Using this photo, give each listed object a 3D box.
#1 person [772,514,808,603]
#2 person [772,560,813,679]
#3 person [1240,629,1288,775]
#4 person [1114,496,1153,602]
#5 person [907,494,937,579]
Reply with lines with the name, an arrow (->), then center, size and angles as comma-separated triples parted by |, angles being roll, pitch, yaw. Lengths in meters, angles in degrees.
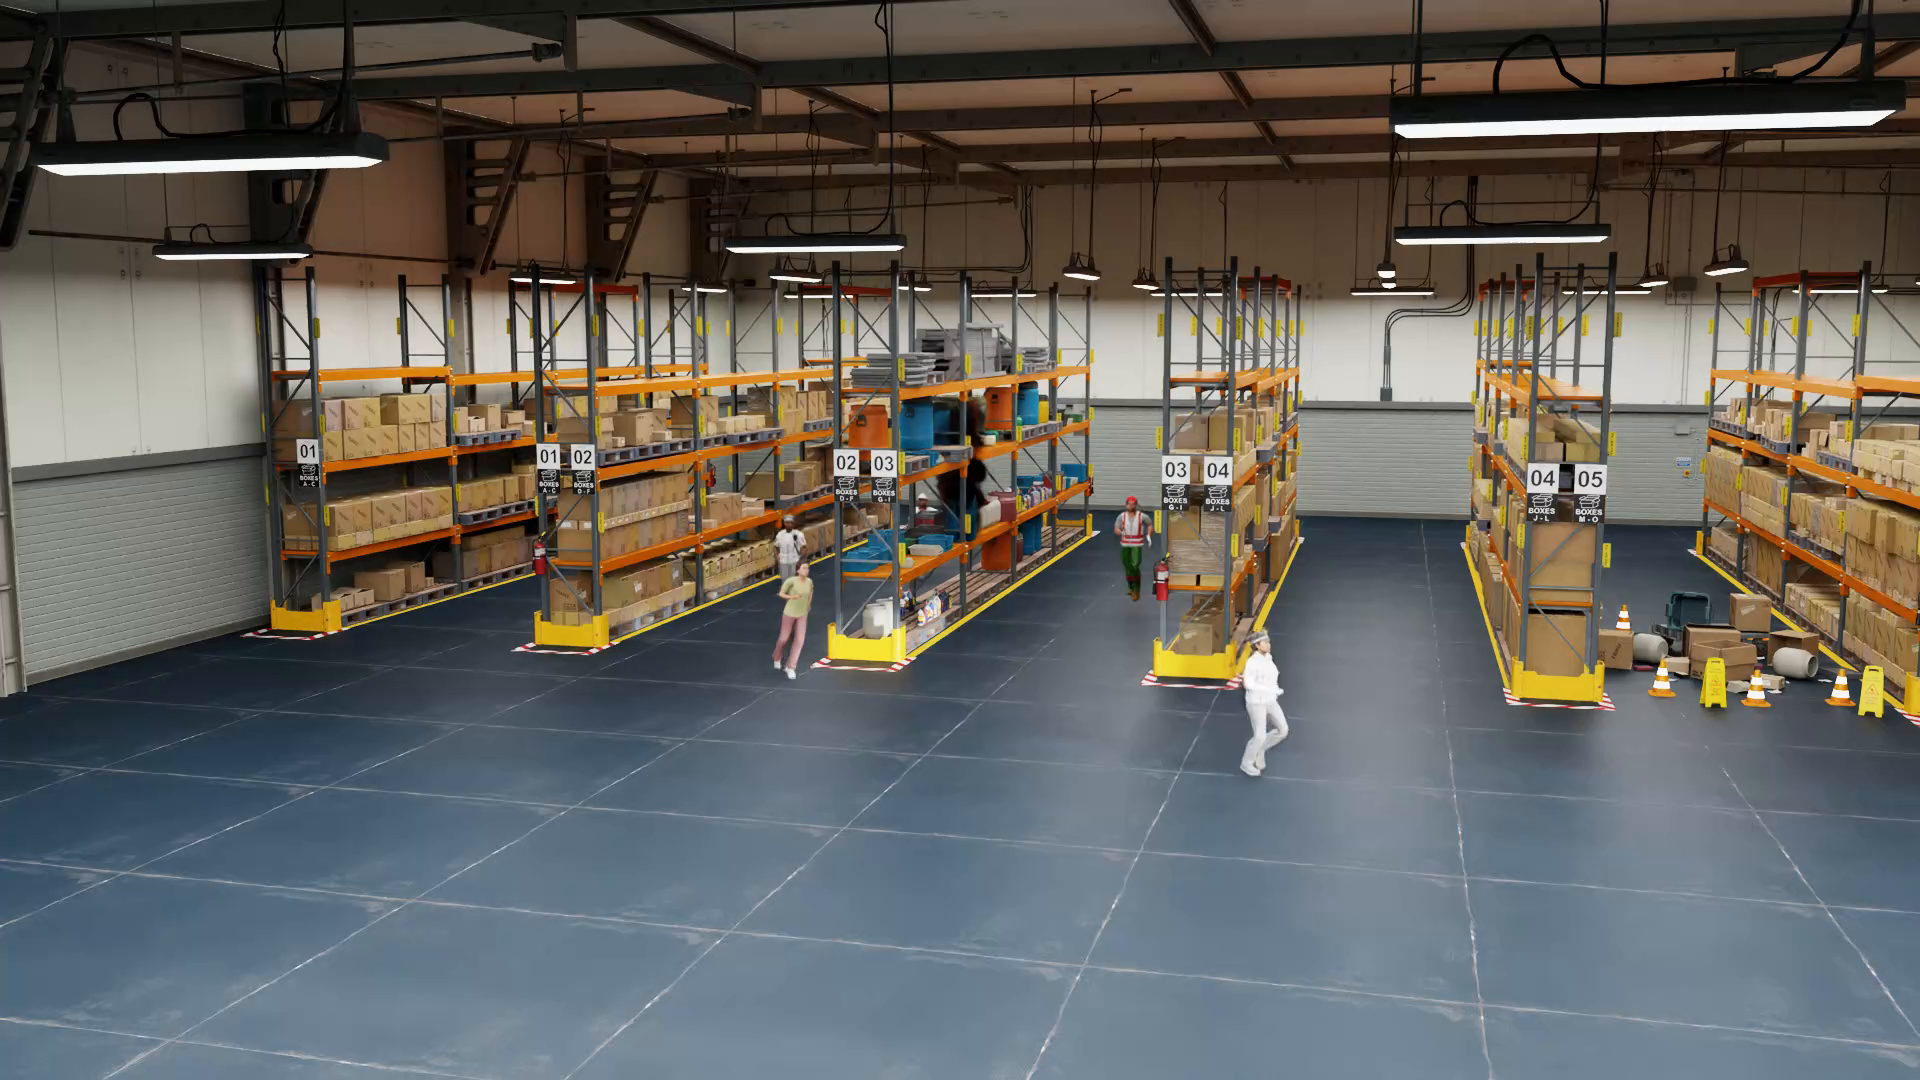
person -> -2.831, 0.396, 27.588 | 0.584, 1.685, 0.492 | 1, 7, 6
person -> -2.364, 1.116, 24.214 | 0.591, 1.667, 0.846 | -3, 8, -22
person -> 3.402, 1.816, 18.585 | 0.562, 1.668, 0.671 | 6, 10, 41
person -> 3.010, 0.154, 29.100 | 0.639, 1.844, 0.697 | 2, 8, 18
person -> -0.753, -0.076, 33.340 | 0.686, 1.718, 0.605 | 2, 7, 12
